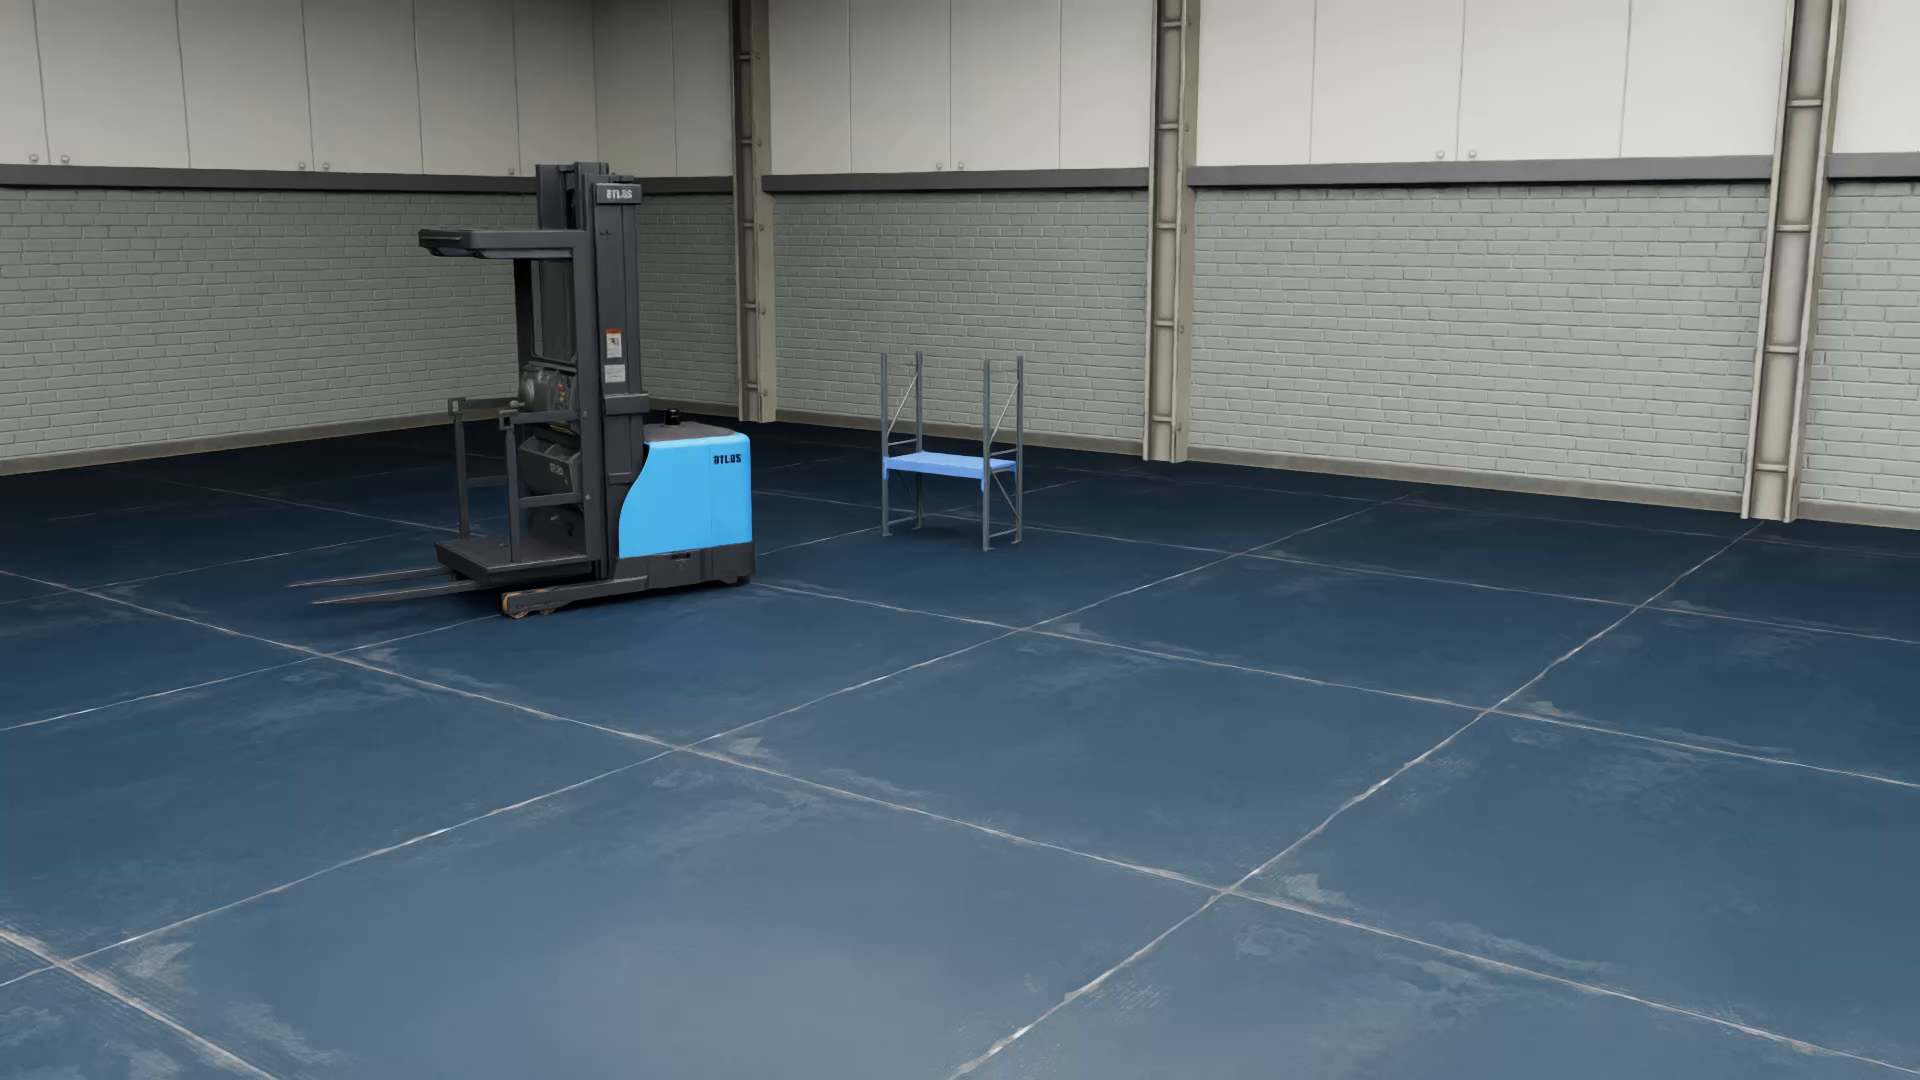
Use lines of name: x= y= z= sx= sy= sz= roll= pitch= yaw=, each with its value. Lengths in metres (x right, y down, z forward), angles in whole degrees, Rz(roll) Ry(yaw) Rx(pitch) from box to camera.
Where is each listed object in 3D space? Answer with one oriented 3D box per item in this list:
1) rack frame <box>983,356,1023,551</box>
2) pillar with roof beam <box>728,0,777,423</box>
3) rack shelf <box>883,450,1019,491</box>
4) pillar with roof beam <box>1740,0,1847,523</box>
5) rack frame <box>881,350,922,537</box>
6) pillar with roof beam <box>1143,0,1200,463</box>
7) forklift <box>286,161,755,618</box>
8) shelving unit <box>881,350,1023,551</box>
rack frame: x=0.341 y=-0.689 z=13.141 sx=0.032 sy=1.500 sz=0.500 roll=8 pitch=13 yaw=36
pillar with roof beam: x=-5.158 y=-5.300 z=17.234 sx=0.400 sy=9.000 sz=9.100 roll=8 pitch=13 yaw=36
rack shelf: x=-0.069 y=-0.569 z=13.471 sx=1.000 sy=0.185 sz=0.538 roll=8 pitch=13 yaw=36
pillar with roof beam: x=4.514 y=-3.951 z=10.261 sx=0.400 sy=9.000 sz=9.100 roll=8 pitch=13 yaw=36
rack frame: x=-0.478 y=-0.803 z=13.732 sx=0.032 sy=1.500 sz=0.500 roll=8 pitch=13 yaw=36
pillar with roof beam: x=-0.322 y=-4.626 z=13.748 sx=0.400 sy=9.000 sz=9.100 roll=8 pitch=13 yaw=36
forklift: x=-2.967 y=-1.042 z=11.198 sx=3.031 sy=2.935 sz=1.130 roll=-8 pitch=13 yaw=-34
shelving unit: x=-0.069 y=-0.746 z=13.437 sx=1.048 sy=1.500 sz=0.538 roll=8 pitch=13 yaw=36
